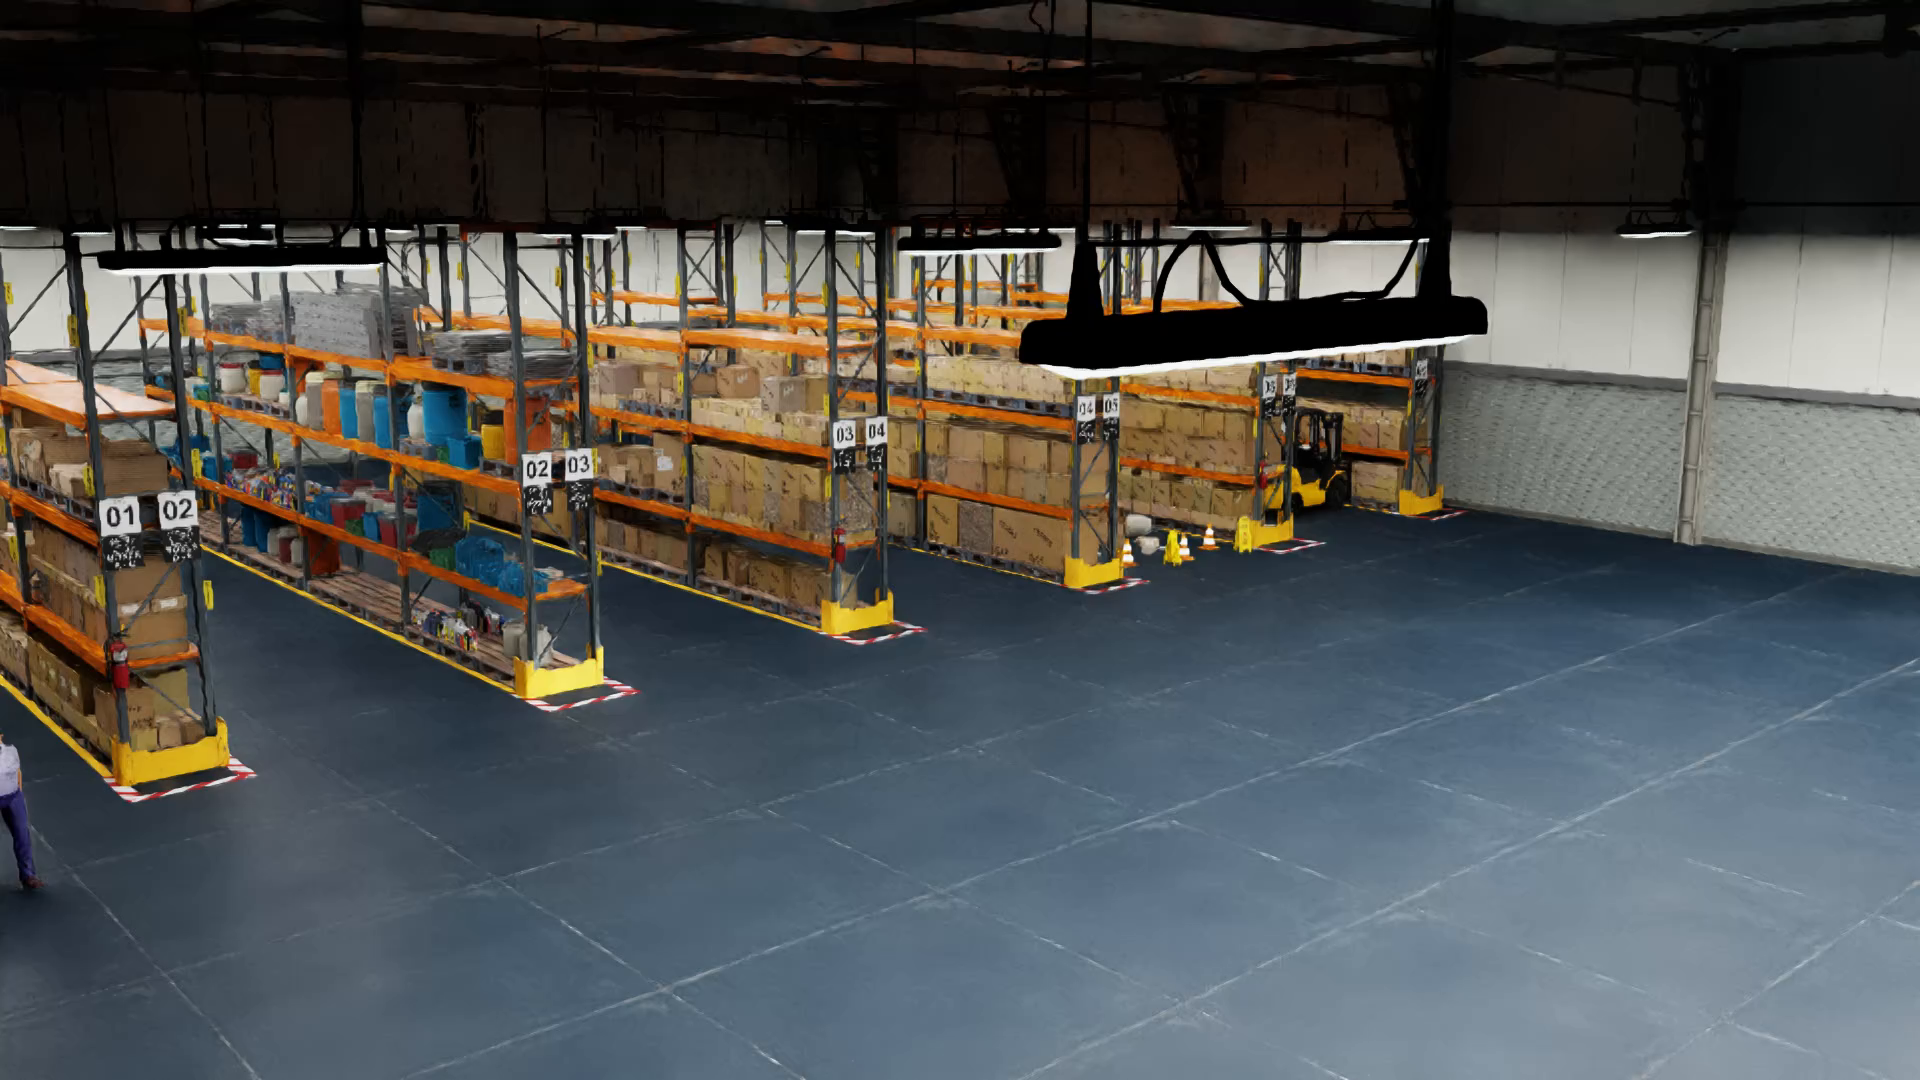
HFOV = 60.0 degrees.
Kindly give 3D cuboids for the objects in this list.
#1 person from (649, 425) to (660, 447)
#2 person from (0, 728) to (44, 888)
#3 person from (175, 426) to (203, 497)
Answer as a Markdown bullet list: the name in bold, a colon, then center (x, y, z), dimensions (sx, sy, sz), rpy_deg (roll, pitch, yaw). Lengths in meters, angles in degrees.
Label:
- **person**: center (-6.533, -1.691, 35.653), dimensions (0.610, 1.776, 0.656), rpy_deg (-5, 12, -22)
- **person**: center (-9.051, 2.466, 15.629), dimensions (0.479, 1.567, 1.090), rpy_deg (-9, 14, -38)
- **person**: center (-16.525, -1.673, 35.705), dimensions (0.566, 1.785, 0.620), rpy_deg (3, 12, 14)
